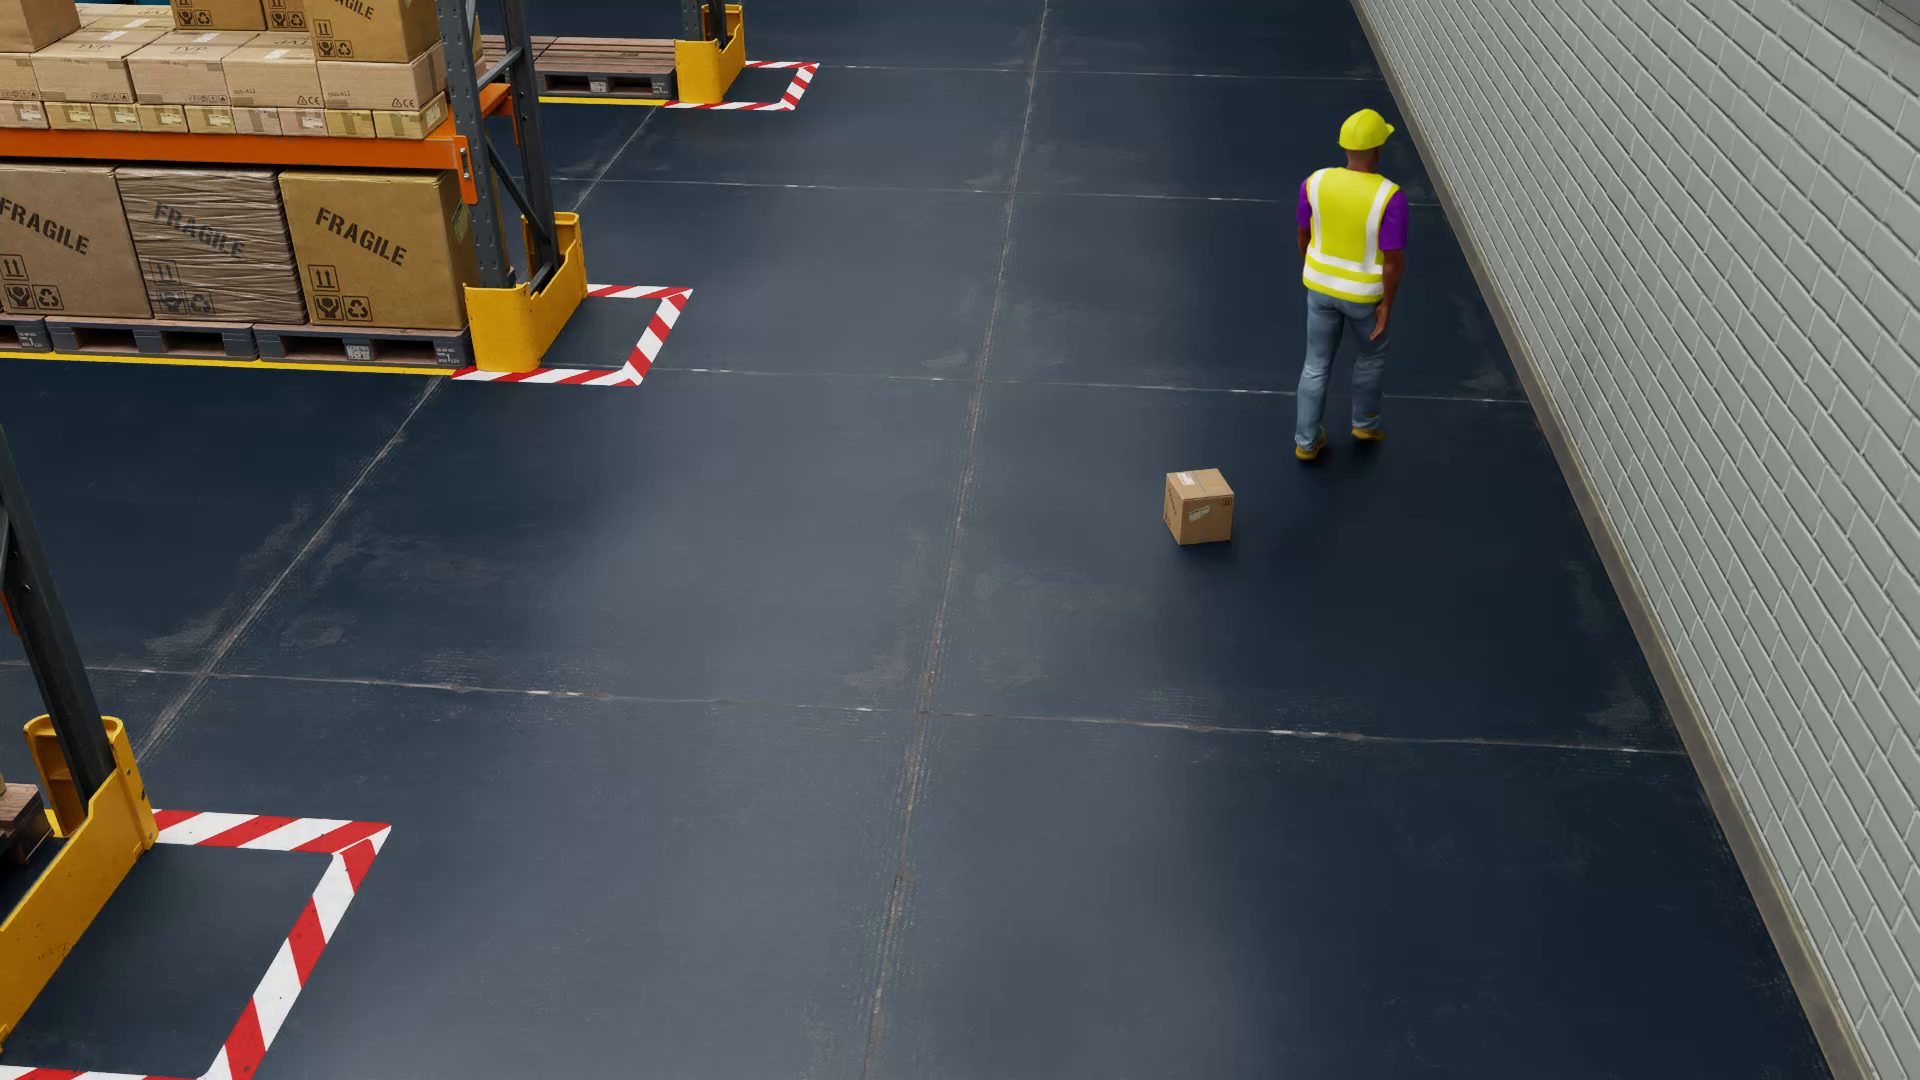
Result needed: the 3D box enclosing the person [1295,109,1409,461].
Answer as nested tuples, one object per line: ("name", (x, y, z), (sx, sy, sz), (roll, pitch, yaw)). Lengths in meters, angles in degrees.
("person", (1.911, -1.228, 8.124), (0.573, 1.825, 0.627), (17, 36, 26))
